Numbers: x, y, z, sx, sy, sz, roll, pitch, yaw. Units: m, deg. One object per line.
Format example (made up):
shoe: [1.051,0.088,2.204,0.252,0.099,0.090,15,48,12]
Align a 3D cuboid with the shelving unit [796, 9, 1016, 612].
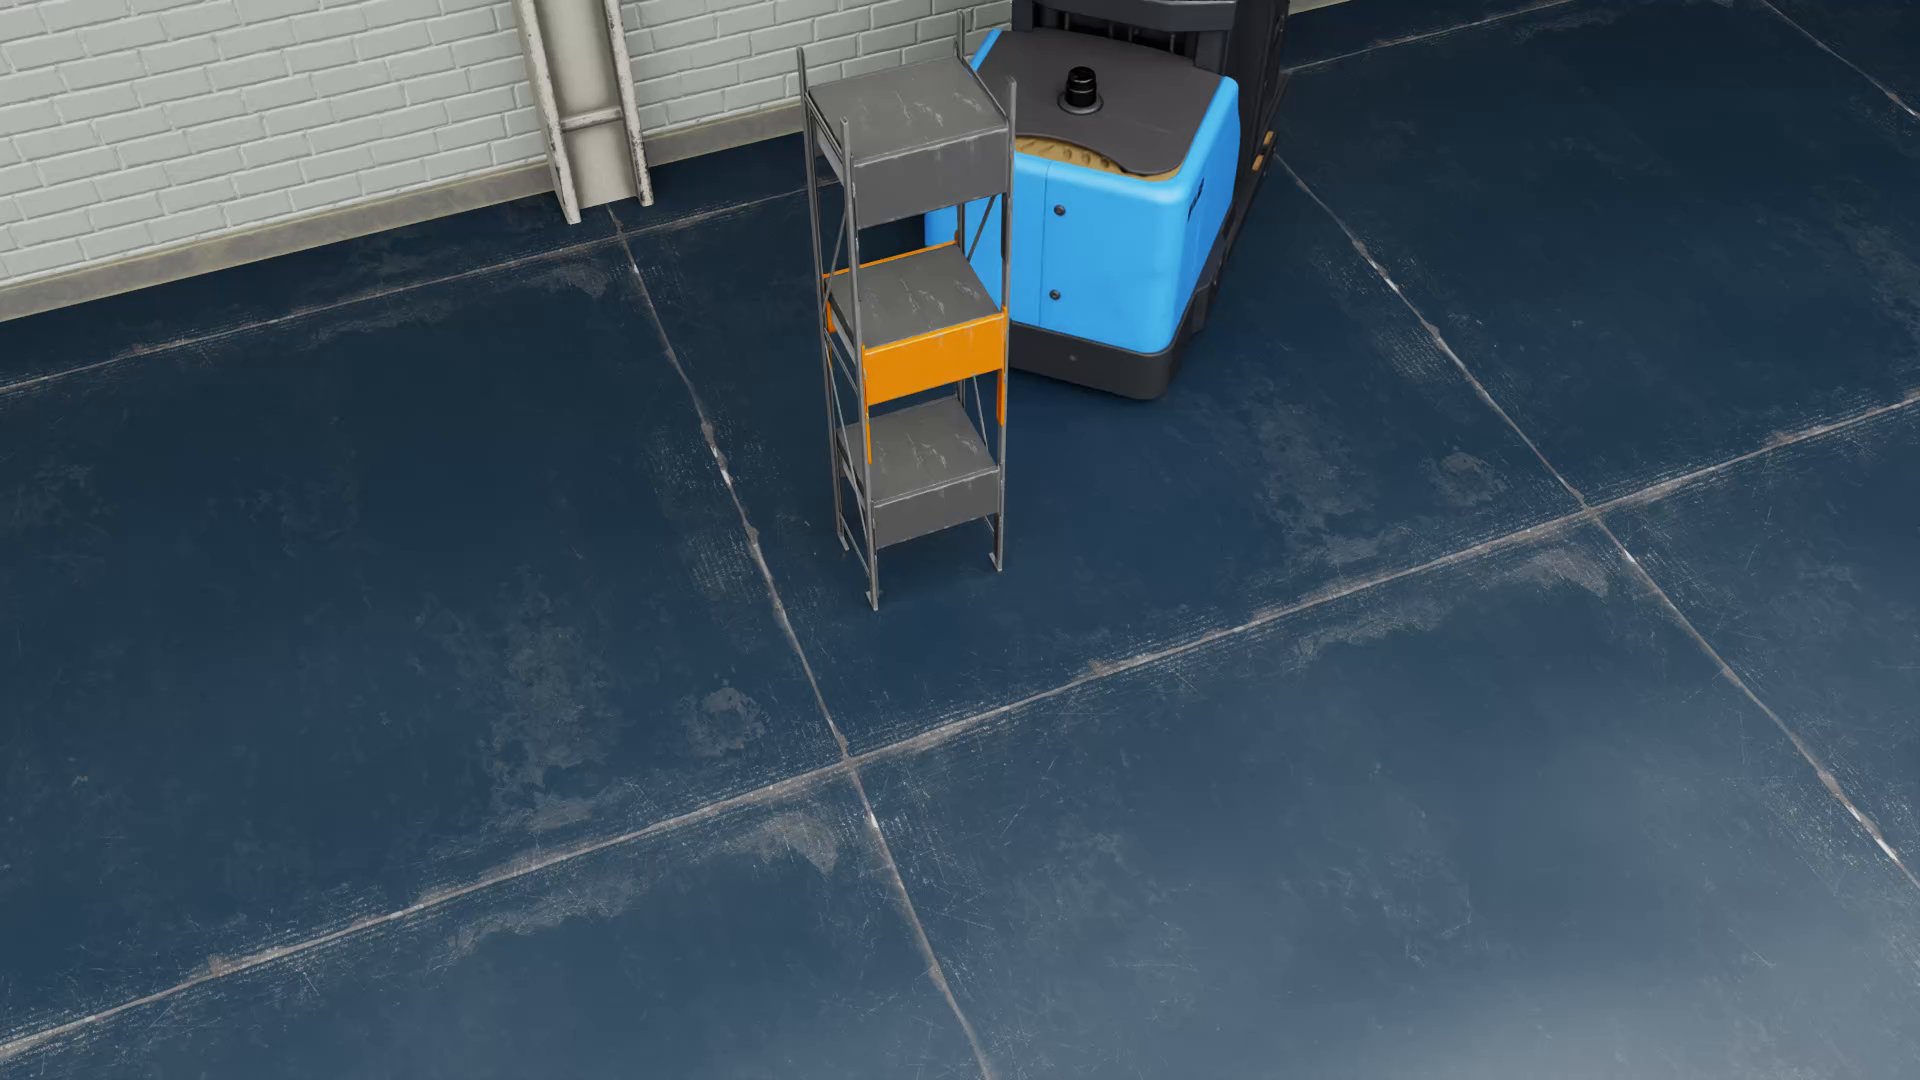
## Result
shelving unit: [-0.153,-0.637,5.413,0.503,2.100,0.431,-17,52,-14]

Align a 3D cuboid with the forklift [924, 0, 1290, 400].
forklift: [0.838,-2.659,6.601,1.130,2.935,3.031,16,51,13]

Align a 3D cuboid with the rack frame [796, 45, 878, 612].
rack frame: [-0.379,-0.567,5.353,0.015,2.100,0.400,-17,52,-14]

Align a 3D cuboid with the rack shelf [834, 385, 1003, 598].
rack shelf: [-0.153,-0.172,5.954,0.480,0.518,0.431,-17,52,-14]

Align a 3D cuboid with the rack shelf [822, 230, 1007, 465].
rack shelf: [-0.153,-0.628,5.423,0.480,0.518,0.431,-17,52,-14]

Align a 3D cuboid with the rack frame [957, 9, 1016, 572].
rack frame: [0.073,-0.707,5.473,0.015,2.100,0.400,-17,52,-14]

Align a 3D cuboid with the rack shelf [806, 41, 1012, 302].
rack shelf: [-0.153,-1.084,4.892,0.480,0.518,0.431,-17,52,-14]

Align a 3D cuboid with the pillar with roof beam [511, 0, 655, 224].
pillar with roof beam: [-0.003,-1.489,1.597,0.400,9.000,9.100,-17,52,-14]
